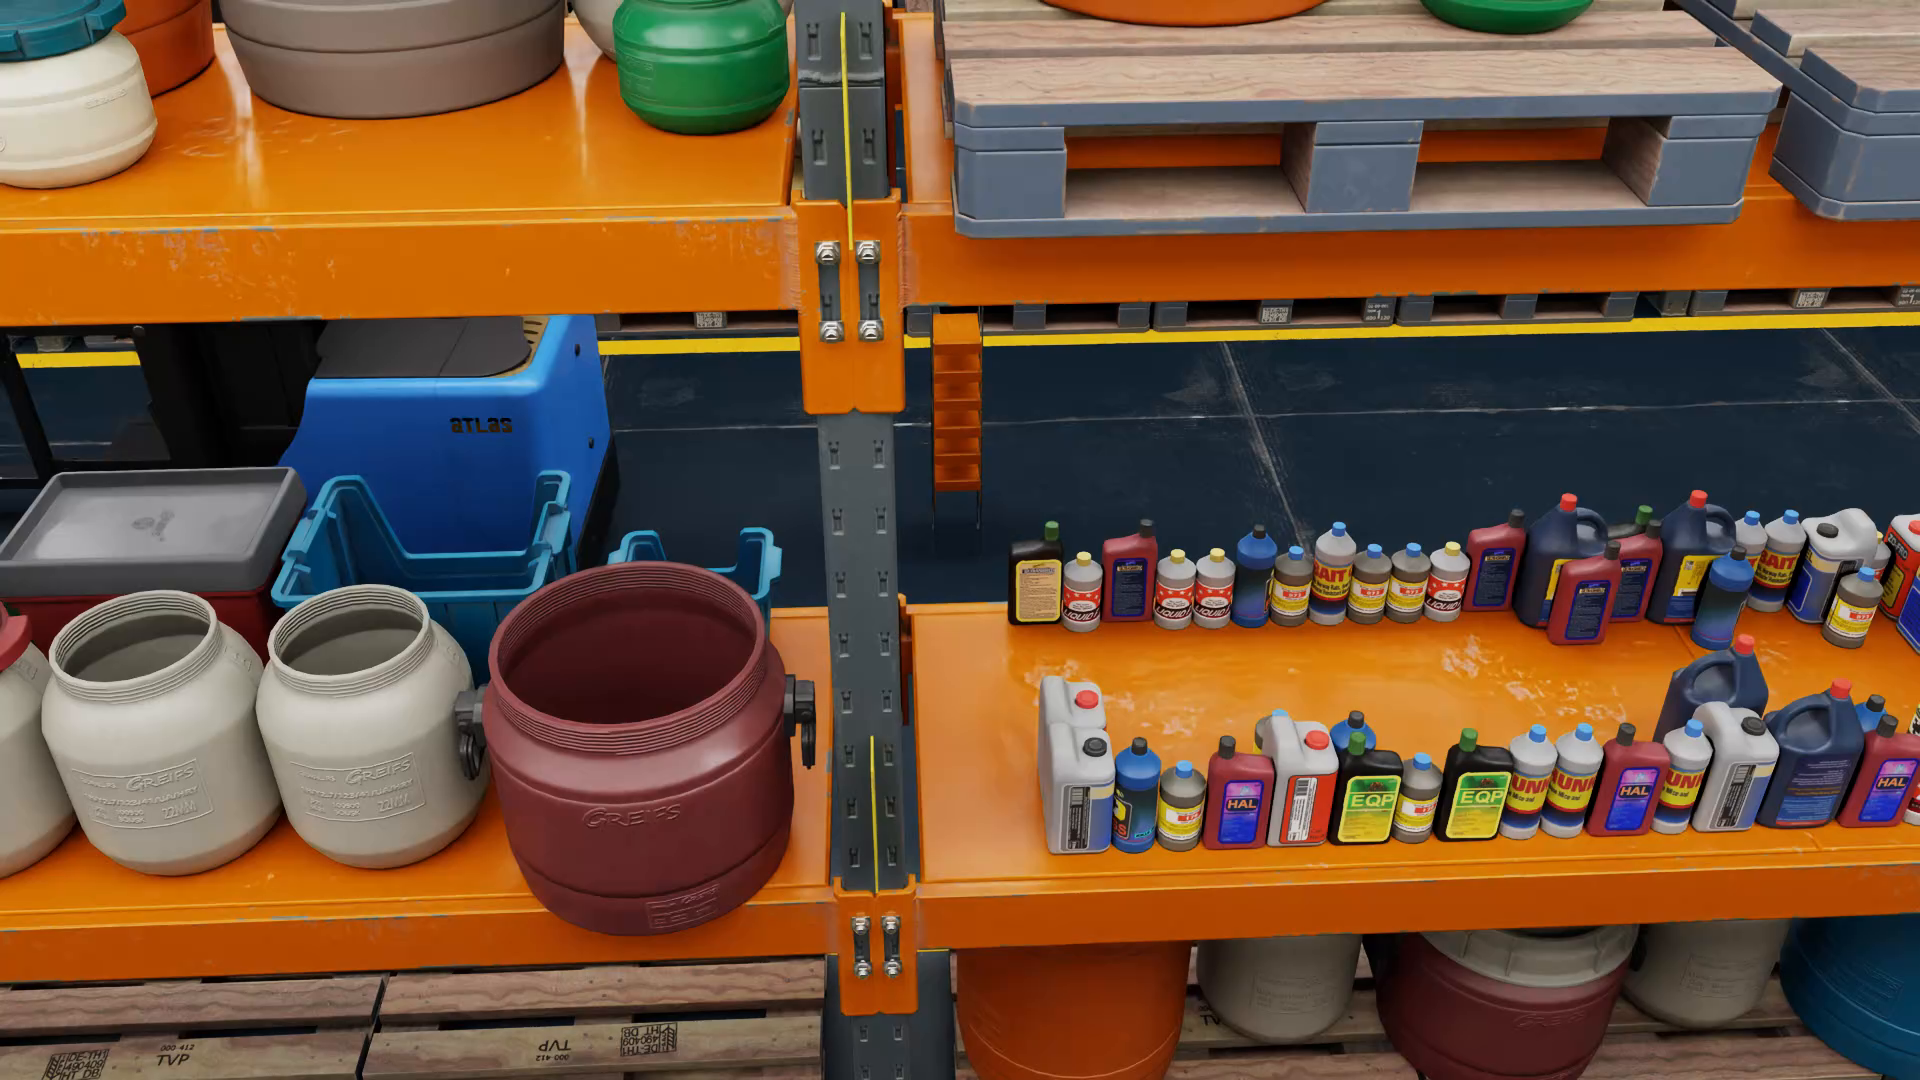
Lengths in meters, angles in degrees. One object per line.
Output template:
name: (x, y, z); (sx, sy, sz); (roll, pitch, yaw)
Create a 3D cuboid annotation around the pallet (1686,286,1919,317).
pallet: (4.253, -1.509, 8.745); (1.213, 0.211, 1.003); (-2, 35, -2)

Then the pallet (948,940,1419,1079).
pallet: (0.588, 1.388, 4.559); (1.213, 0.211, 1.003); (-2, 35, -2)

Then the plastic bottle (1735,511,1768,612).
plastic bottle: (1.947, 0.048, 4.157); (0.097, 0.271, 0.097); (0, 35, 0)

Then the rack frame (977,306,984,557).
rack frame: (0.077, -0.495, 6.412); (0.006, 1.200, 0.240); (-2, 35, -2)

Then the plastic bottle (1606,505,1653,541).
plastic bottle: (1.646, 0.041, 4.157); (0.133, 0.283, 0.061); (-2, 35, -2)

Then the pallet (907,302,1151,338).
pallet: (0.319, -1.382, 8.561); (1.213, 0.211, 1.003); (-2, 35, -2)

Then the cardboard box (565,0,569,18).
cardboard box: (-2.104, -2.517, 7.663); (0.500, 0.500, 0.500); (-3, 35, -5)

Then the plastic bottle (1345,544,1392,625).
plastic bottle: (1.019, 0.102, 4.141); (0.097, 0.201, 0.097); (0, 35, 0)

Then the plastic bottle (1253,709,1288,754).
plastic bottle: (0.688, 0.457, 3.629); (0.097, 0.201, 0.097); (0, 35, 0)

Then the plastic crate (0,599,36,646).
plastic crate: (-2.467, 0.273, 3.905); (0.662, 0.188, 0.450); (-2, 35, -2)

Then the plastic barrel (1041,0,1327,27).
plastic barrel: (0.370, -1.310, 2.625); (0.708, 0.830, 0.600); (-2, 35, -2)

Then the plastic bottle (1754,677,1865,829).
plastic bottle: (1.795, 0.439, 3.523); (0.185, 0.351, 0.144); (-2, 35, -2)

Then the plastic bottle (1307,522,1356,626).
plastic bottle: (0.922, 0.076, 4.117); (0.097, 0.271, 0.097); (0, 35, 0)

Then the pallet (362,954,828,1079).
pallet: (-0.973, 1.431, 4.496); (1.213, 0.211, 1.003); (-2, 35, -2)

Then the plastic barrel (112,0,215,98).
plastic barrel: (-1.681, -1.208, 2.846); (0.708, 0.830, 0.600); (-2, 35, -2)

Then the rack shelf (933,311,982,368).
rack shelf: (-0.014, -0.752, 6.228); (0.180, 0.103, 0.258); (-2, 35, -2)

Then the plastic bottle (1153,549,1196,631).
plastic bottle: (0.533, 0.115, 4.122); (0.097, 0.201, 0.097); (0, 35, 0)

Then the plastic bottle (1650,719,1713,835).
plastic bottle: (1.521, 0.492, 3.516); (0.097, 0.271, 0.097); (0, 35, 0)

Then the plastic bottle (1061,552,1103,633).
plastic bottle: (0.302, 0.121, 4.113); (0.097, 0.201, 0.097); (0, 35, 0)

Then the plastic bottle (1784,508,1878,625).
plastic bottle: (2.161, 0.056, 4.142); (0.135, 0.276, 0.152); (-2, 35, -2)

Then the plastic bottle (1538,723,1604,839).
plastic bottle: (1.290, 0.498, 3.507); (0.097, 0.271, 0.097); (0, 35, 0)

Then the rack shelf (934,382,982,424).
rack shelf: (-0.014, -0.555, 6.365); (0.180, 0.103, 0.258); (-2, 35, -2)

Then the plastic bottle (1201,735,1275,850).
plastic bottle: (0.580, 0.523, 3.461); (0.133, 0.283, 0.061); (-2, 35, -2)

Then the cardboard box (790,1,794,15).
cardboard box: (-0.794, -2.508, 7.817); (0.500, 0.311, 0.500); (1, 35, 1)

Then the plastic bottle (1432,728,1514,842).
plastic bottle: (1.079, 0.510, 3.480); (0.133, 0.283, 0.061); (-2, 35, -2)

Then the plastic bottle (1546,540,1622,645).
plastic bottle: (1.519, 0.127, 4.034); (0.133, 0.283, 0.061); (-2, 35, -2)

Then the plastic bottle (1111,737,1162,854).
plastic bottle: (0.367, 0.523, 3.471); (0.097, 0.271, 0.097); (0, 35, 0)

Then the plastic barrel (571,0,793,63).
plastic barrel: (-0.522, -1.159, 3.055); (0.421, 0.512, 0.421); (0, 35, 0)

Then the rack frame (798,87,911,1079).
rack frame: (-0.198, 0.286, 3.701); (0.127, 3.000, 1.000); (-2, 35, -2)

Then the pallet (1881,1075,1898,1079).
pallet: (3.025, 1.322, 4.654); (1.213, 0.211, 1.003); (-2, 35, -2)

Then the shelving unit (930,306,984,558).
shelving unit: (-0.014, -0.493, 6.408); (0.189, 1.200, 0.258); (-2, 35, -2)

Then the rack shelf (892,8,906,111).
rack shelf: (1.569, -2.288, 8.052); (4.000, 0.370, 1.077); (-2, 35, -2)

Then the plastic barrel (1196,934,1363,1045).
plastic barrel: (0.850, 1.047, 4.418); (0.421, 0.512, 0.421); (0, 35, 0)

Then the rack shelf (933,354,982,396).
rack shelf: (-0.014, -0.654, 6.297); (0.180, 0.103, 0.258); (-2, 35, -2)

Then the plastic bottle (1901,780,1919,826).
plastic bottle: (2.070, 0.506, 3.557); (0.097, 0.201, 0.097); (0, 35, 0)

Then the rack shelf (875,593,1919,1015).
rack shelf: (1.800, 0.528, 3.984); (4.000, 0.370, 1.077); (-2, 35, -2)

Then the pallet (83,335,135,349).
pallet: (-3.690, -1.318, 8.468); (1.213, 0.211, 1.003); (-2, 35, -2)

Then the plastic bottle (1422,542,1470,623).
plastic bottle: (1.214, 0.097, 4.149); (0.097, 0.201, 0.097); (0, 35, 0)

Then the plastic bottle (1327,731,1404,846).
plastic bottle: (0.848, 0.516, 3.471); (0.133, 0.283, 0.061); (-2, 35, -2)

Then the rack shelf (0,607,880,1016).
rack shelf: (-2.195, 0.636, 3.828); (4.000, 0.370, 1.077); (-2, 35, -2)

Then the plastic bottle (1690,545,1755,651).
plastic bottle: (1.856, 0.133, 4.035); (0.097, 0.271, 0.097); (0, 35, 0)

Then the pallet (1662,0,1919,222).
pallet: (1.887, -0.869, 2.900); (1.213, 0.211, 1.003); (-2, 35, -2)

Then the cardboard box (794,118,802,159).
cardboard box: (-0.965, -1.955, 8.494); (0.500, 0.311, 0.500); (0, 35, -1)

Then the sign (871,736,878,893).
sign: (-0.164, 0.531, 3.203); (0.005, 0.325, 0.100); (-2, 35, -2)

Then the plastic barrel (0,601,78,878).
plastic barrel: (-2.062, 0.405, 3.409); (0.433, 0.535, 0.433); (0, 35, 0)

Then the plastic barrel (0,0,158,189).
plastic barrel: (-1.457, -0.724, 2.646); (0.301, 0.262, 0.301); (0, 35, 0)

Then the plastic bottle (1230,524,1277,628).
plastic bottle: (0.727, 0.081, 4.110); (0.097, 0.271, 0.097); (0, 35, 0)

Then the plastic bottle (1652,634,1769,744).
plastic bottle: (1.653, 0.356, 3.643); (0.185, 0.351, 0.144); (-2, 35, -2)

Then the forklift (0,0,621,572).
forklift: (-2.929, -1.125, 5.801); (3.031, 2.935, 1.130); (0, 35, -1)

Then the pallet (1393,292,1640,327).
pallet: (2.757, -1.448, 8.656); (1.213, 0.211, 1.003); (-2, 35, -2)

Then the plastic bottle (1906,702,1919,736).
plastic bottle: (2.160, 0.388, 3.666); (0.097, 0.271, 0.097); (0, 35, 0)

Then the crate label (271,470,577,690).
crate label: (-1.203, 0.144, 3.874); (0.616, 0.435, 0.502); (-2, 35, -2)

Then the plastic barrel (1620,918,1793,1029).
plastic barrel: (1.978, 1.017, 4.462); (0.421, 0.512, 0.421); (0, 35, 0)

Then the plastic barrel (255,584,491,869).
plastic barrel: (-1.215, 0.389, 3.454); (0.421, 0.512, 0.421); (0, 35, 0)

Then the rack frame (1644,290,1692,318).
rack frame: (3.567, -2.638, 7.925); (0.127, 3.000, 1.000); (-2, 35, -2)

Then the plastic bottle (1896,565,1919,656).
plastic bottle: (2.400, 0.136, 4.026); (0.135, 0.276, 0.152); (-2, 35, -2)
